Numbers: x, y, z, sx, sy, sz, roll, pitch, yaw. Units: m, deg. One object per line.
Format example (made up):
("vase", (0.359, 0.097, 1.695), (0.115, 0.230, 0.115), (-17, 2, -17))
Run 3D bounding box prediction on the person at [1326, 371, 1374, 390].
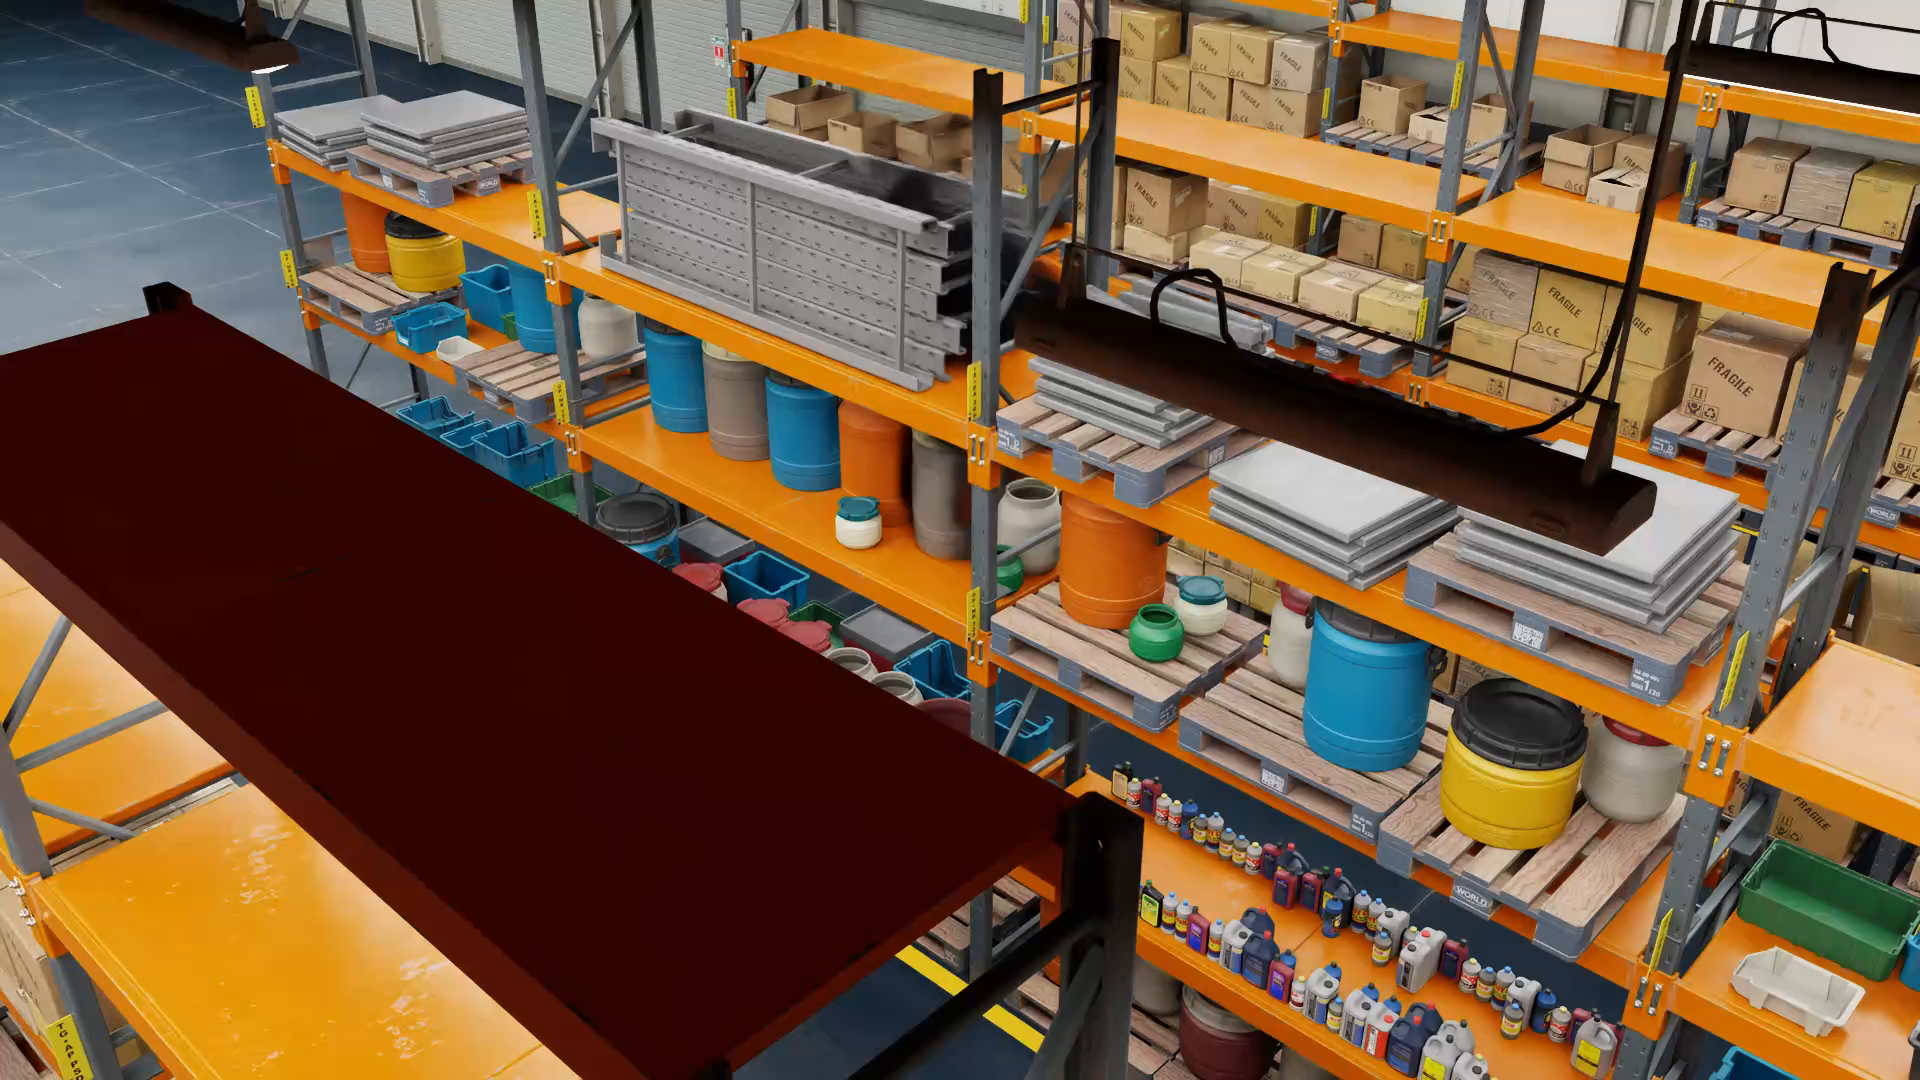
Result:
("person", (3.751, -1.266, 16.750), (0.643, 1.693, 0.647), (18, 34, 29))
